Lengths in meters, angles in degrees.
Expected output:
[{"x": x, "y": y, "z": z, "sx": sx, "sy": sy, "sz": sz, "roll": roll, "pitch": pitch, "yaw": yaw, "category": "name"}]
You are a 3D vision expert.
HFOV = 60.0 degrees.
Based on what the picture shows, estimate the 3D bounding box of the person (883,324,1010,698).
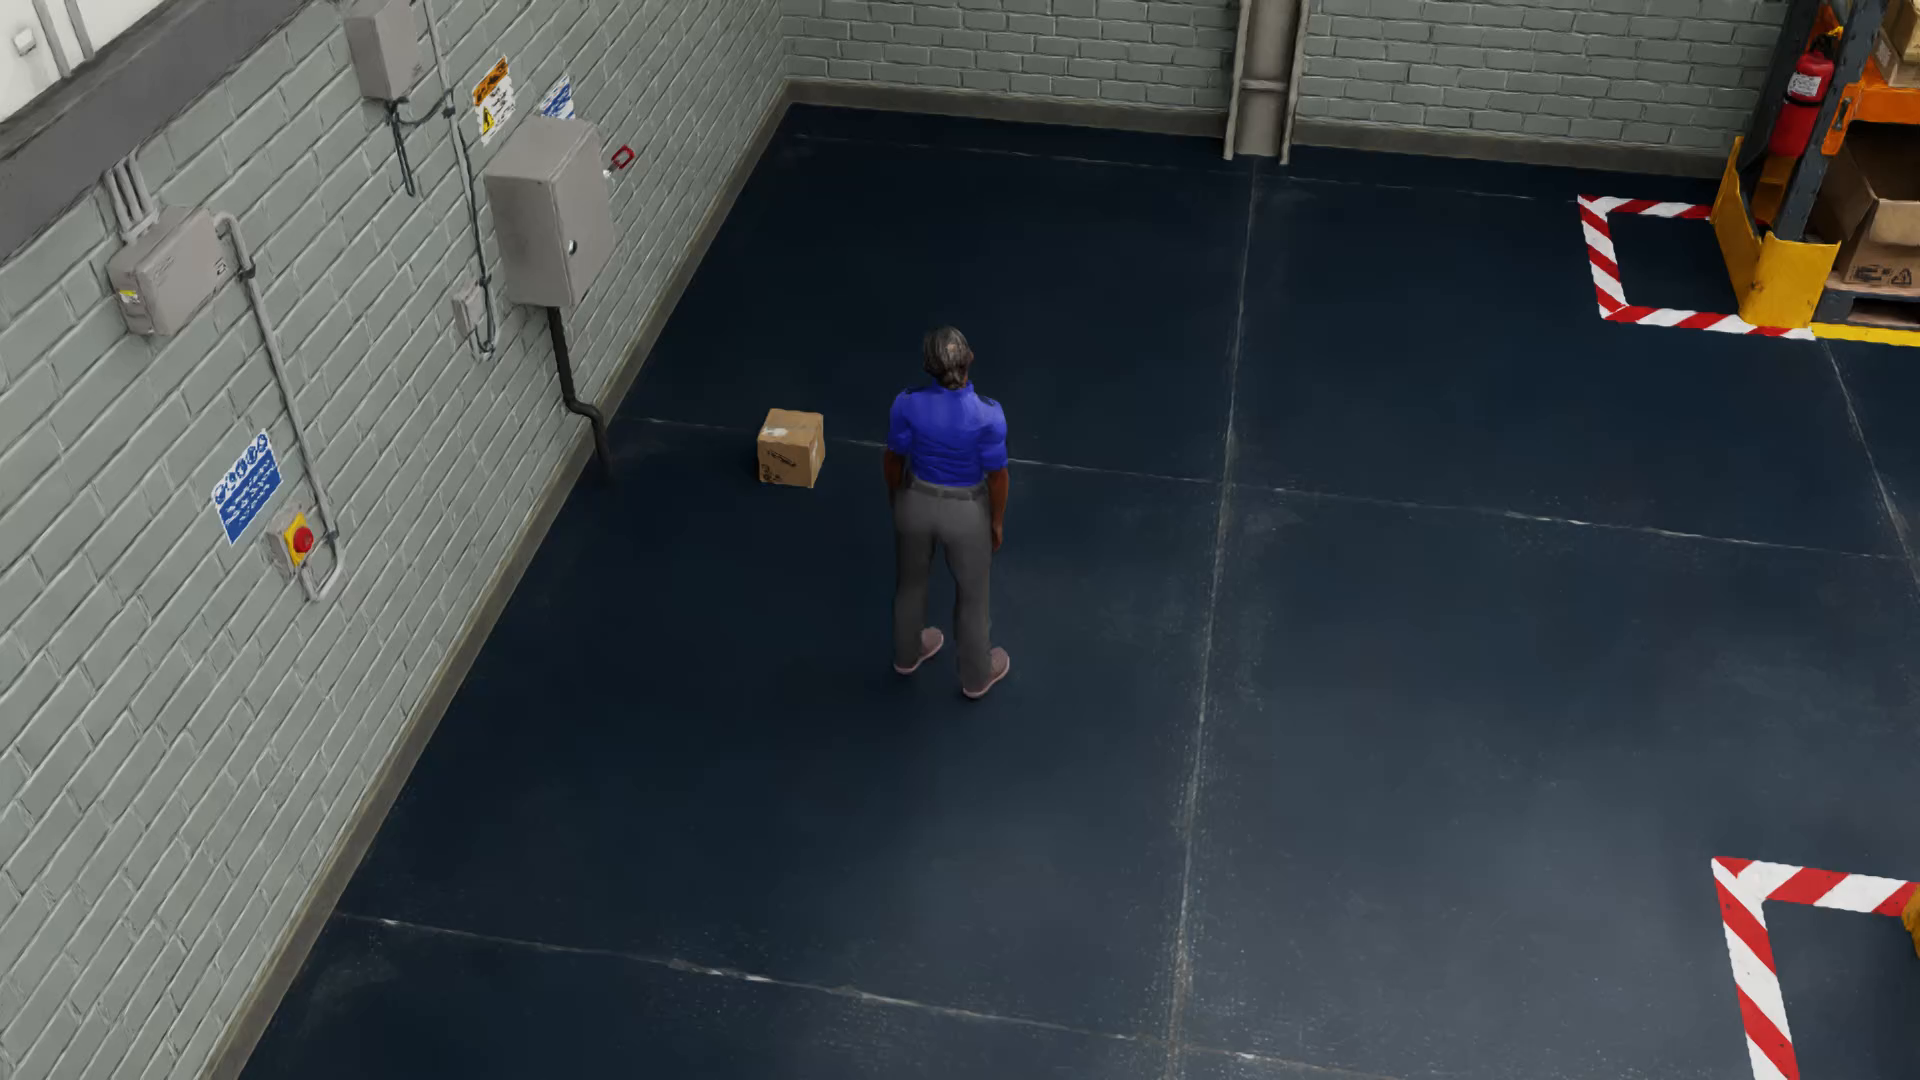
[{"x": -0.049, "y": -0.107, "z": 6.253, "sx": 0.489, "sy": 1.665, "sz": 0.355, "roll": 8, "pitch": 41, "yaw": 9, "category": "person"}]
